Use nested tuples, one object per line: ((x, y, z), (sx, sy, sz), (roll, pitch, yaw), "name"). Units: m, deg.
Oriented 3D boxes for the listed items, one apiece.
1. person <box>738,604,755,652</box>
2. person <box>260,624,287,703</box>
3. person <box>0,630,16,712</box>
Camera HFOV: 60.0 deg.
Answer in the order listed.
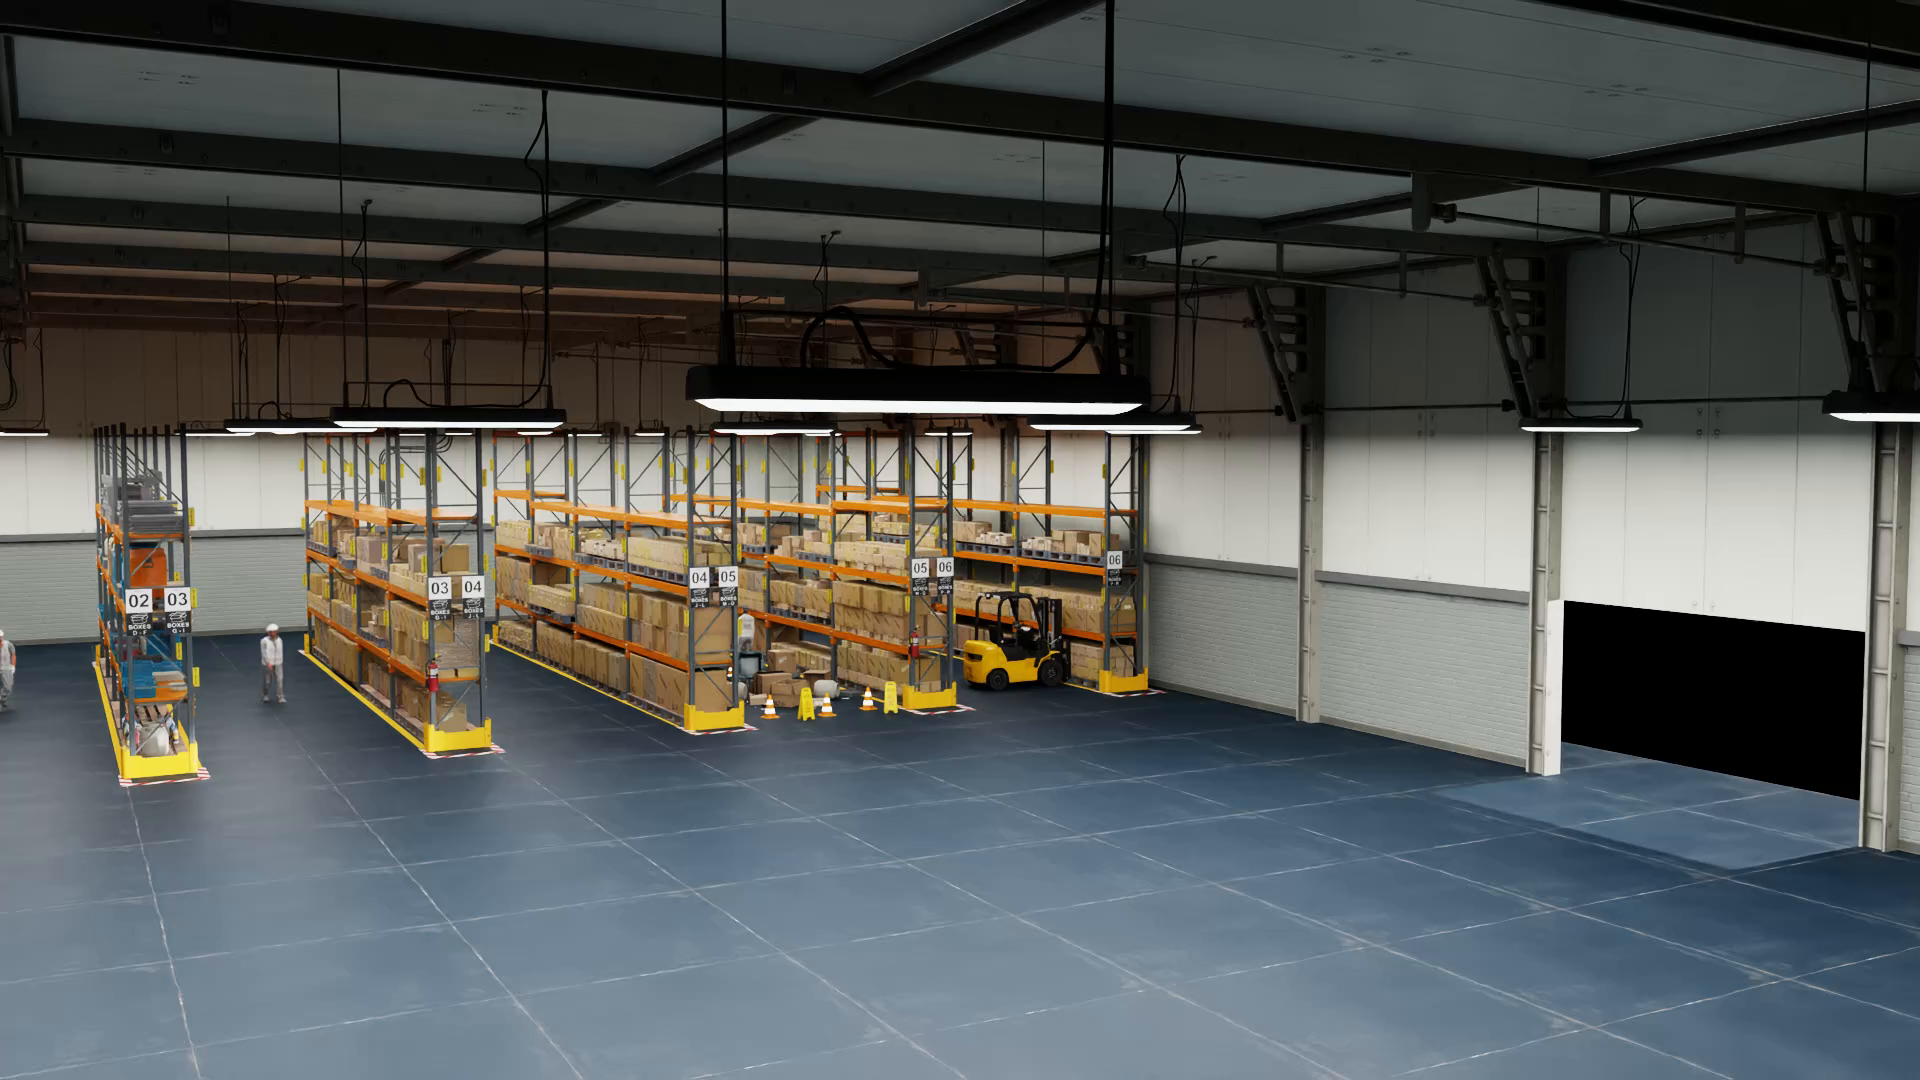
((-5.234, 2.421, 40.654), (0.519, 1.670, 0.437), (-2, 4, -35), "person")
((-14.847, 2.668, 35.989), (0.535, 1.710, 1.015), (-3, 5, -44), "person")
((-20.176, 2.735, 34.904), (0.620, 1.764, 0.701), (-2, 4, -35), "person")
